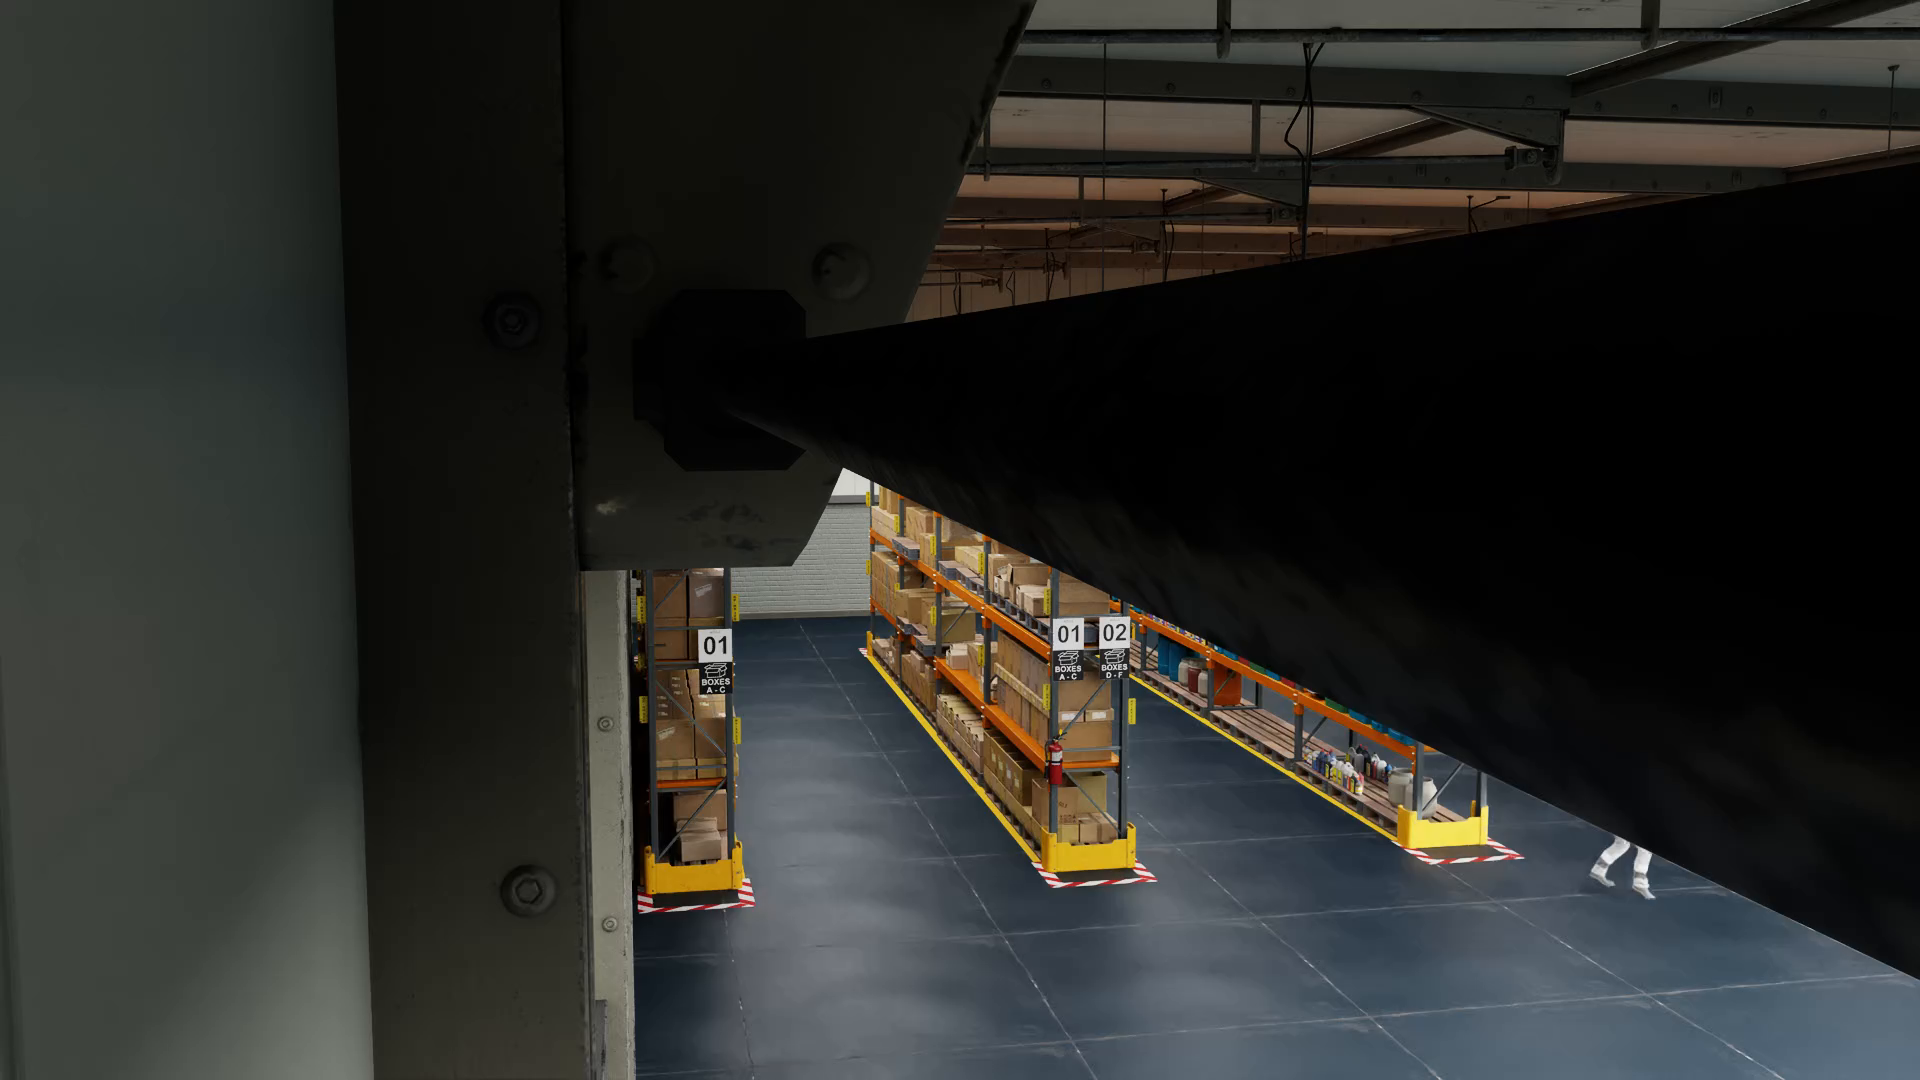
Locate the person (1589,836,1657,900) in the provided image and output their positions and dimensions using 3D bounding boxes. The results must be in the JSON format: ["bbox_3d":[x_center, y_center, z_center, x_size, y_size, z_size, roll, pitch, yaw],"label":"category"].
[{"bbox_3d":[7.994,3.361,19.953,0.787,1.843,0.637,3,7,26],"label":"person"}]
